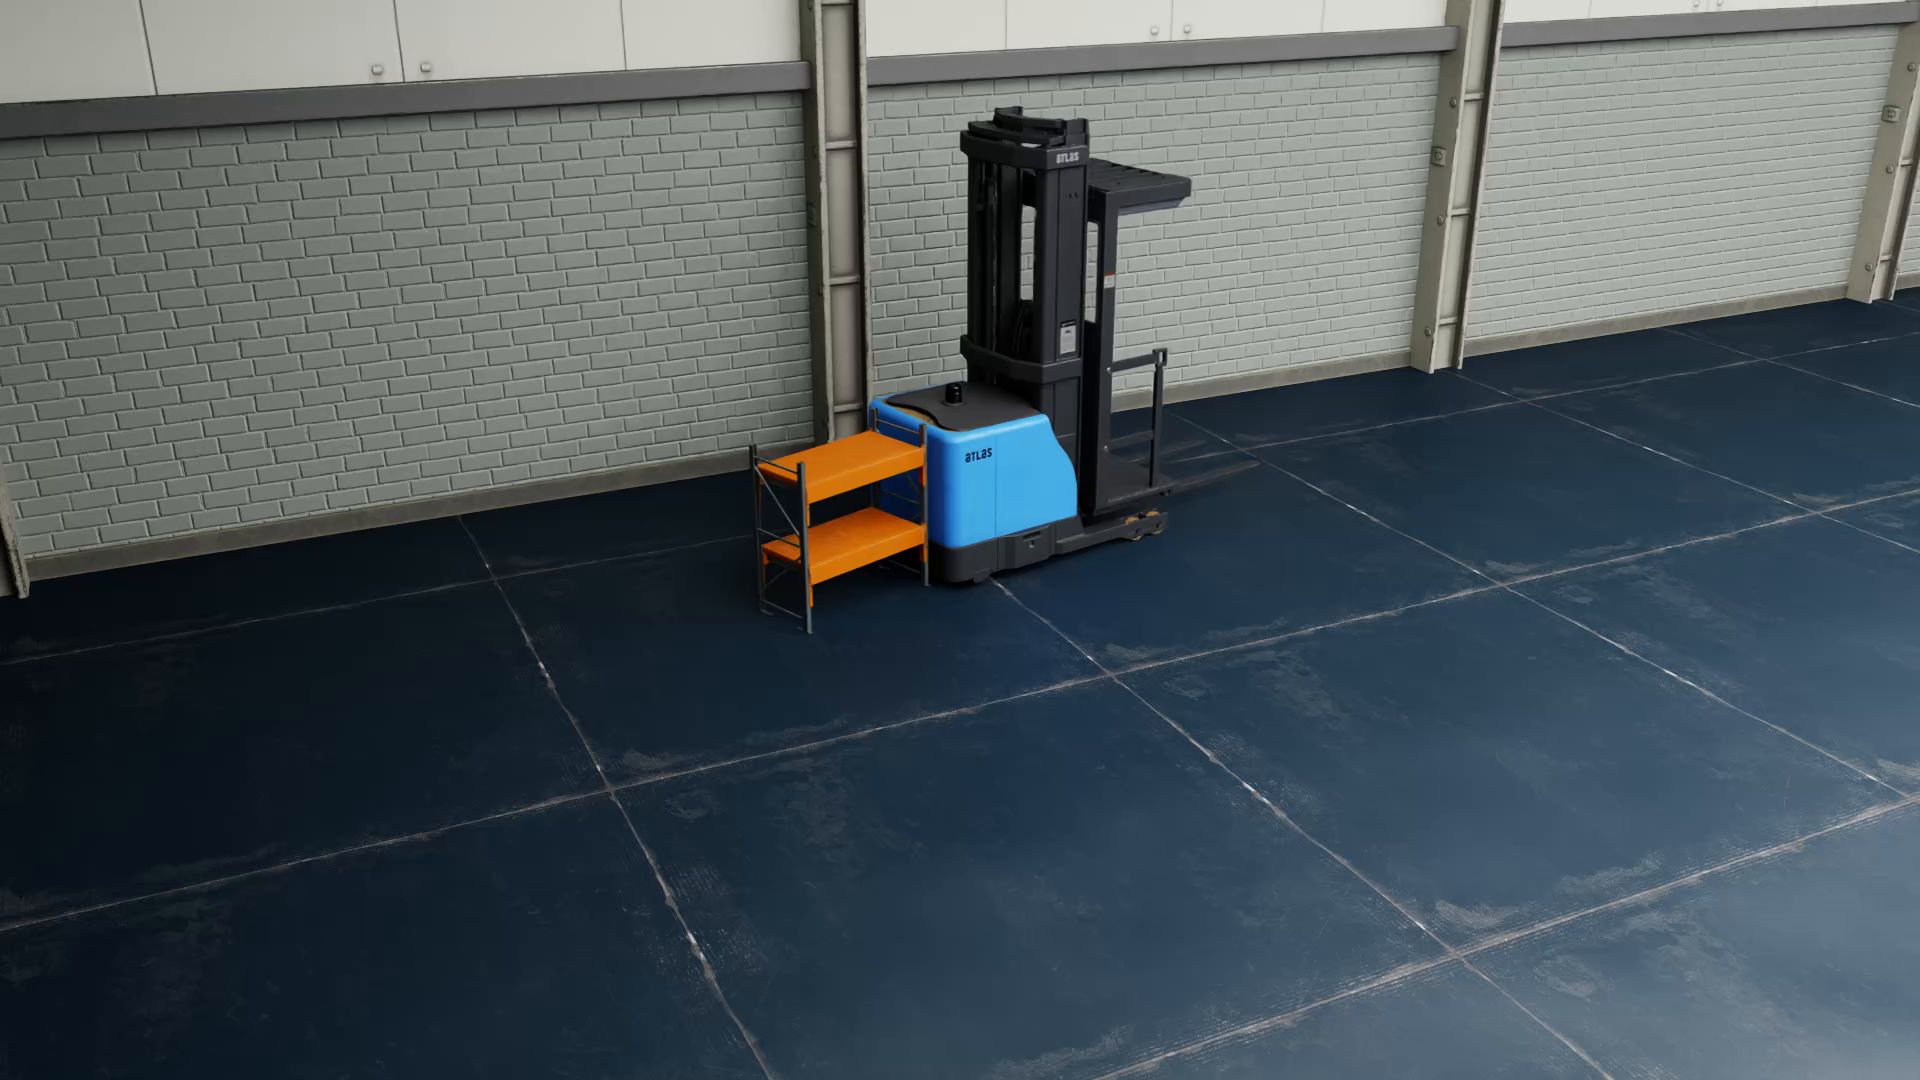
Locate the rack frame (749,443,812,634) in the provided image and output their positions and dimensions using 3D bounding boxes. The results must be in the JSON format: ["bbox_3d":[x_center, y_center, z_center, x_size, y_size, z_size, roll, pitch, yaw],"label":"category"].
[{"bbox_3d":[-1.112,-0.005,10.291,0.500,1.125,0.032,21,30,41],"label":"rack frame"}]

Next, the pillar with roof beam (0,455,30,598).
[{"bbox_3d":[-4.460,-2.322,5.594,0.400,9.000,9.100,-10,25,-24],"label":"pillar with roof beam"}]

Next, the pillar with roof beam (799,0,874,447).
[{"bbox_3d":[0.946,-3.317,7.998,0.400,9.000,9.100,-10,25,-24],"label":"pillar with roof beam"}]

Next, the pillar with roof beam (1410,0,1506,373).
[{"bbox_3d":[6.353,-4.313,10.403,0.400,9.000,9.100,-10,25,-24],"label":"pillar with roof beam"}]

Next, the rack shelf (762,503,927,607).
[{"bbox_3d":[-0.754,0.083,10.718,0.538,0.278,1.000,21,30,41],"label":"rack shelf"}]

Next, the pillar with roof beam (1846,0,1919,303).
[{"bbox_3d":[11.759,-5.308,12.807,0.400,9.000,9.100,-10,25,-24],"label":"pillar with roof beam"}]

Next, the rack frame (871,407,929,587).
[{"bbox_3d":[-0.396,-0.281,10.958,0.500,1.125,0.032,21,30,41],"label":"rack frame"}]

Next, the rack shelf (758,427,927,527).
[{"bbox_3d":[-0.754,-0.413,10.512,0.538,0.278,1.000,21,30,41],"label":"rack shelf"}]

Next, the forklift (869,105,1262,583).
[{"bbox_3d":[0.862,-1.496,11.533,3.031,2.935,1.130,-15,27,-33],"label":"forklift"}]

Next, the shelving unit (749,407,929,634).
[{"bbox_3d":[-0.754,-0.143,10.624,0.538,1.125,1.048,21,30,41],"label":"shelving unit"}]
